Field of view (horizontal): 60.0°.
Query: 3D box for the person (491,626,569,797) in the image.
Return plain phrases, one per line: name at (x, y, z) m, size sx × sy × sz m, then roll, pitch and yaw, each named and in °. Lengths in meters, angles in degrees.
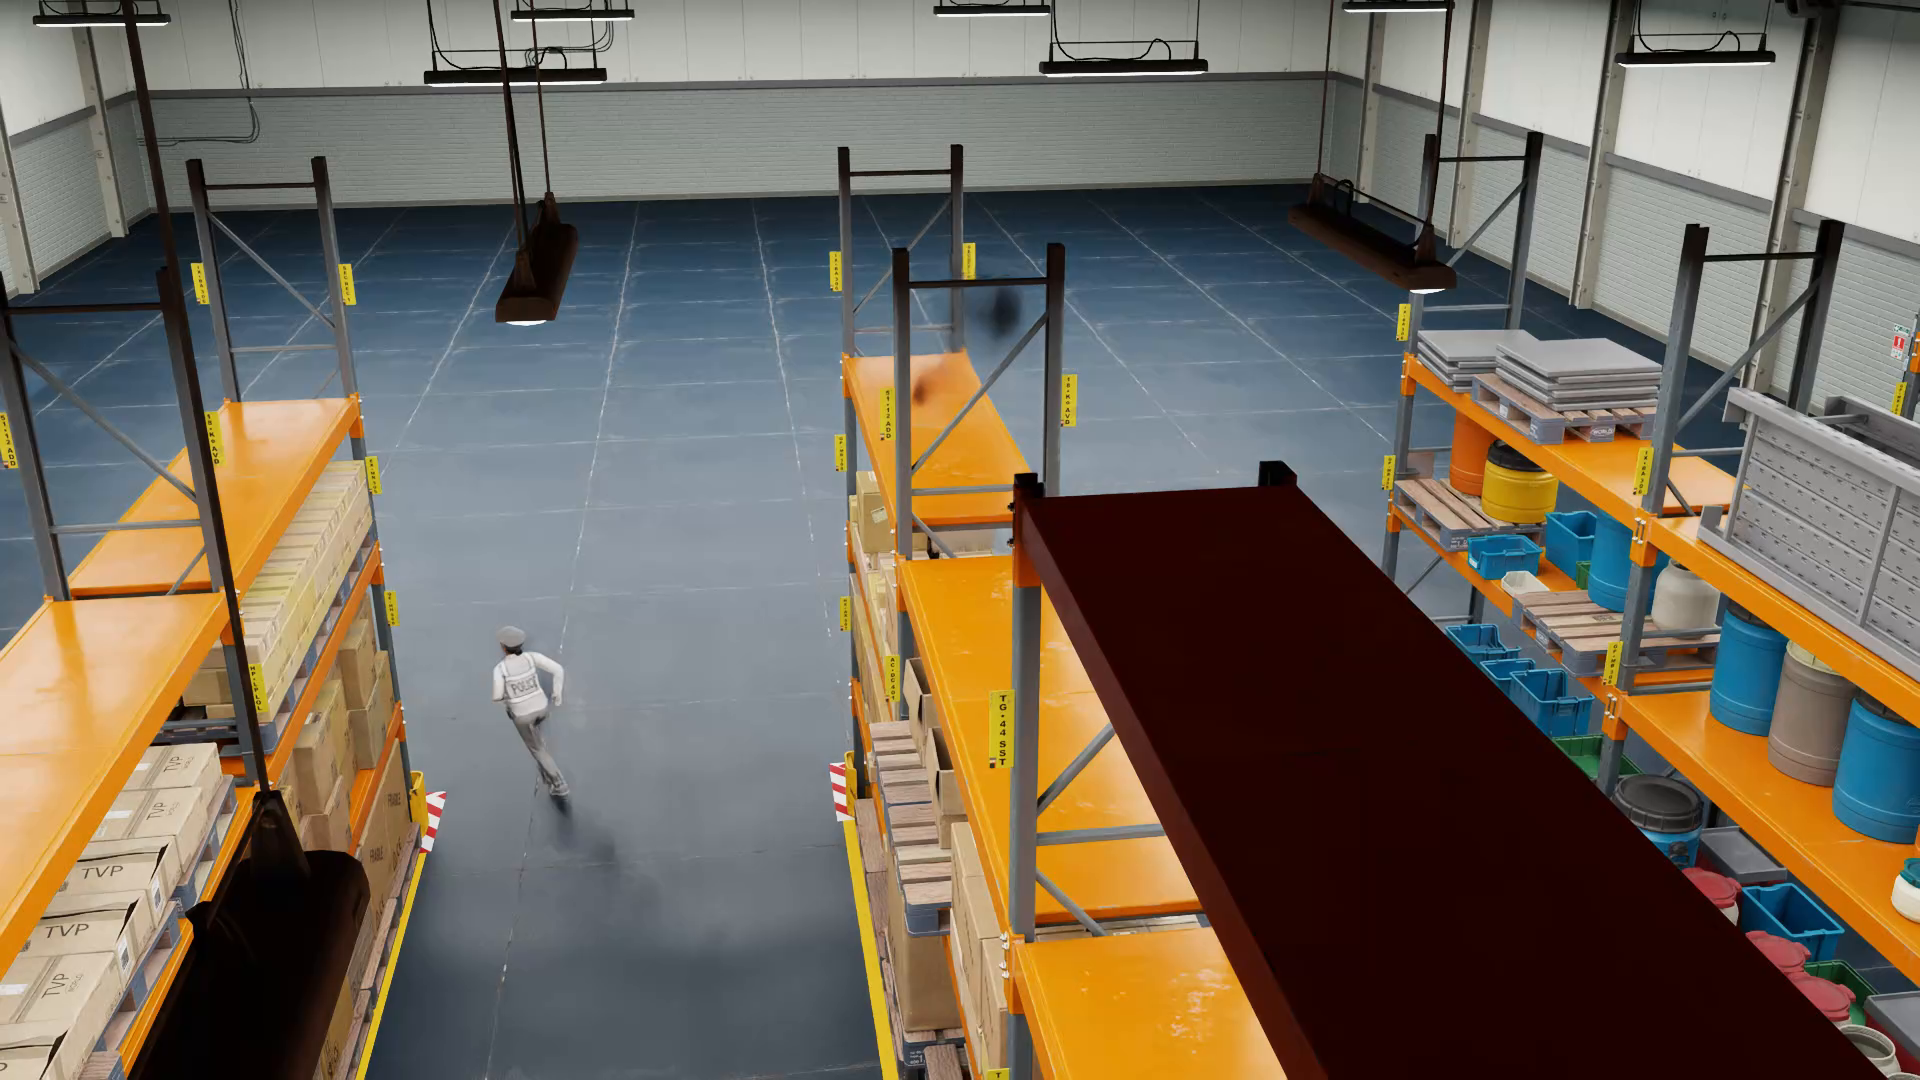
person at (-3.970, 1.632, 15.345) m, size 0.751 × 1.720 × 0.595 m, roll 19°, pitch 28°, yaw 39°
